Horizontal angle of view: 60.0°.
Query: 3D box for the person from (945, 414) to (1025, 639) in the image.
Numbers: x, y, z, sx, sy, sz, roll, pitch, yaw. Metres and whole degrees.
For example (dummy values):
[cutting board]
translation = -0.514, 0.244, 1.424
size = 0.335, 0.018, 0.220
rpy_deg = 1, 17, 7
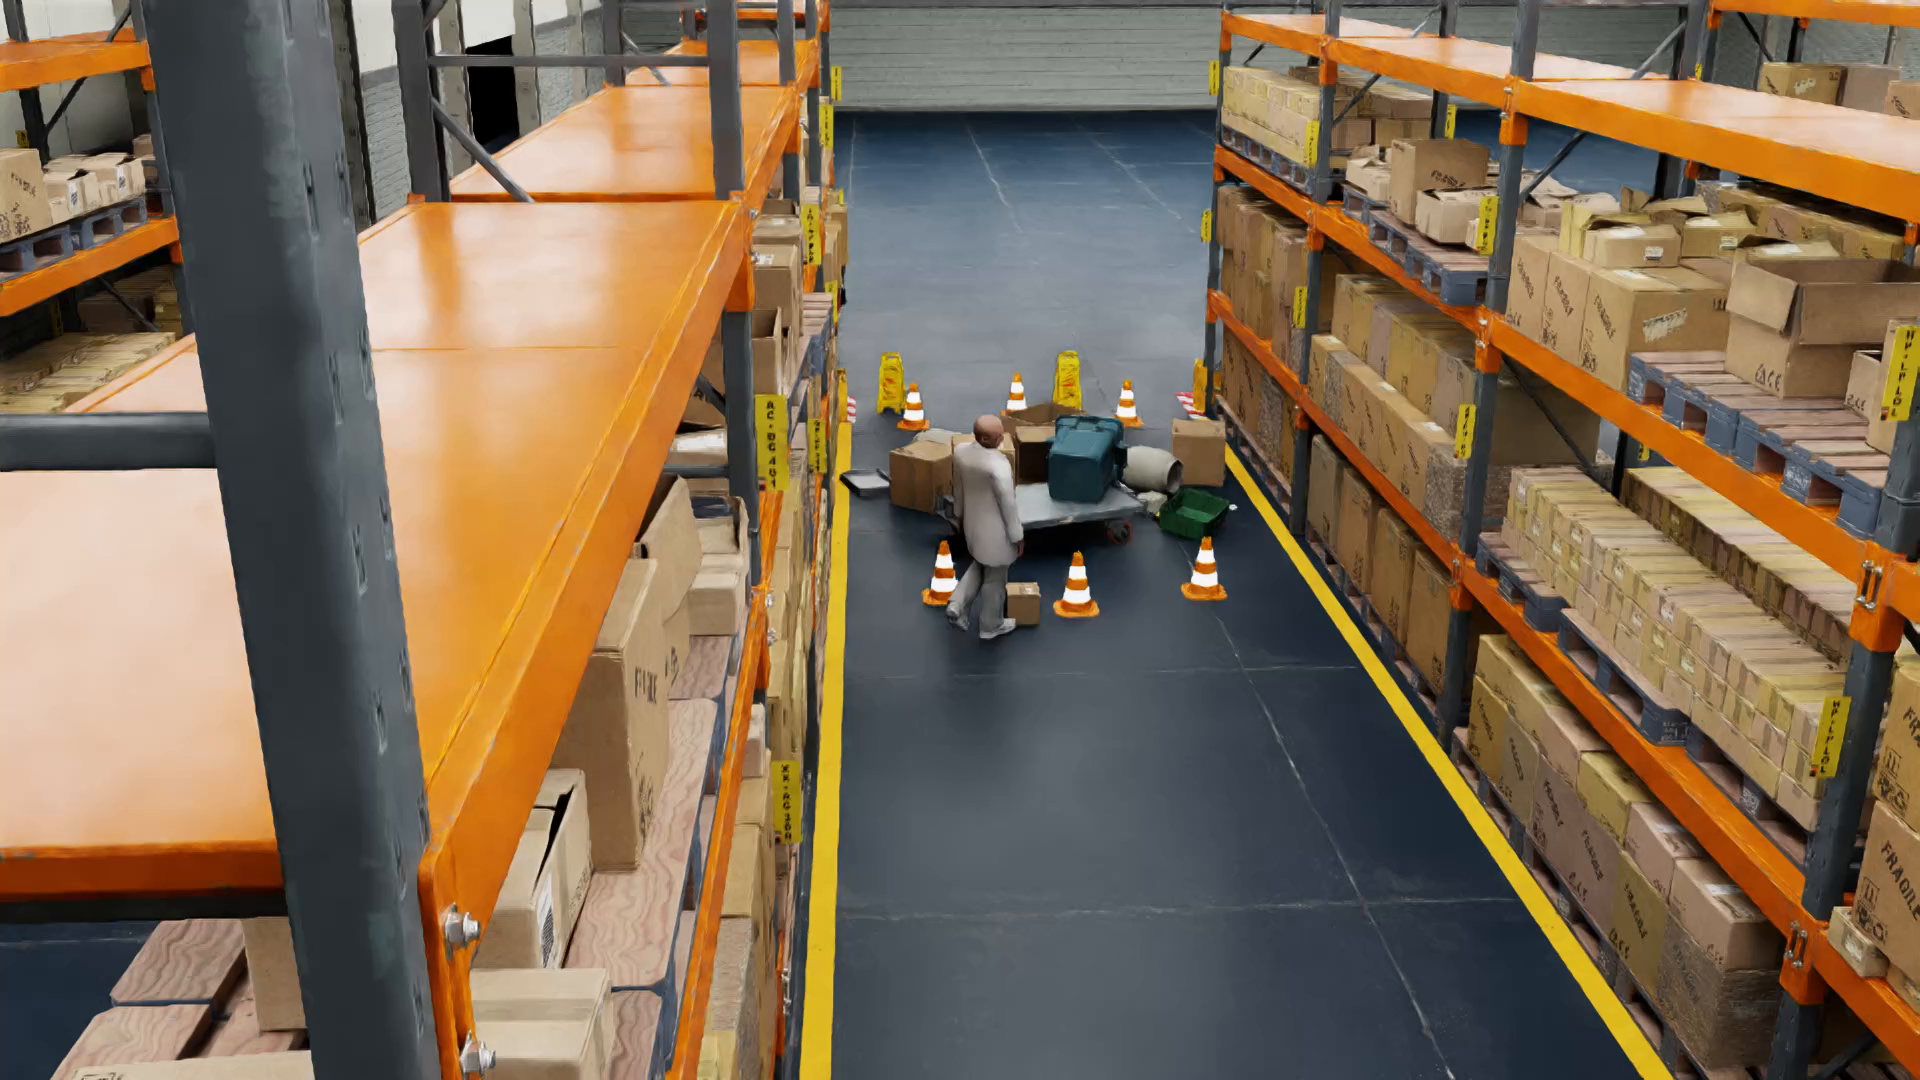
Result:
[person]
translation = 0.212, -0.095, 11.852
size = 0.647, 1.752, 0.650
rpy_deg = -17, 26, -38
